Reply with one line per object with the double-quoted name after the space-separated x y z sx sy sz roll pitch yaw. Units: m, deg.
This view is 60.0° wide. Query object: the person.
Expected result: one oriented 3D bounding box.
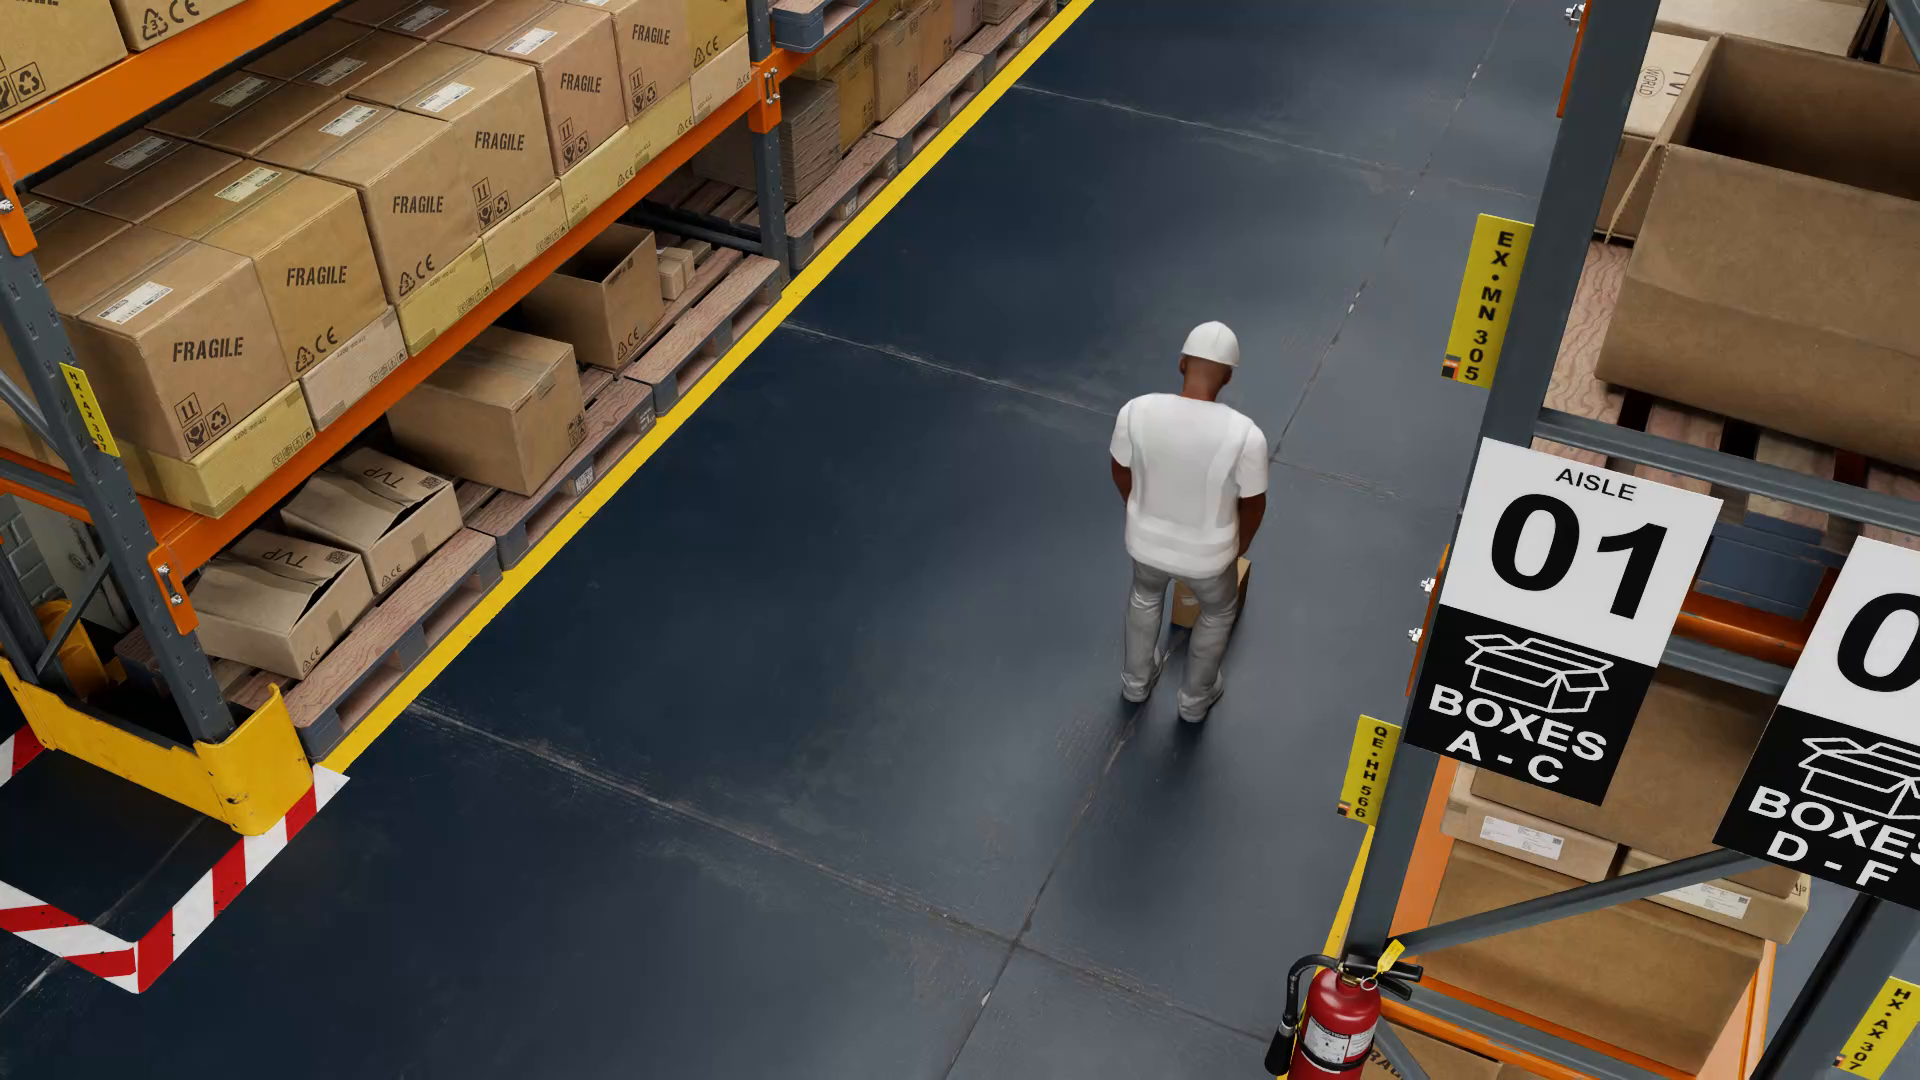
0.835 -0.045 6.247 0.599 1.696 0.491 18 45 19 "person"
